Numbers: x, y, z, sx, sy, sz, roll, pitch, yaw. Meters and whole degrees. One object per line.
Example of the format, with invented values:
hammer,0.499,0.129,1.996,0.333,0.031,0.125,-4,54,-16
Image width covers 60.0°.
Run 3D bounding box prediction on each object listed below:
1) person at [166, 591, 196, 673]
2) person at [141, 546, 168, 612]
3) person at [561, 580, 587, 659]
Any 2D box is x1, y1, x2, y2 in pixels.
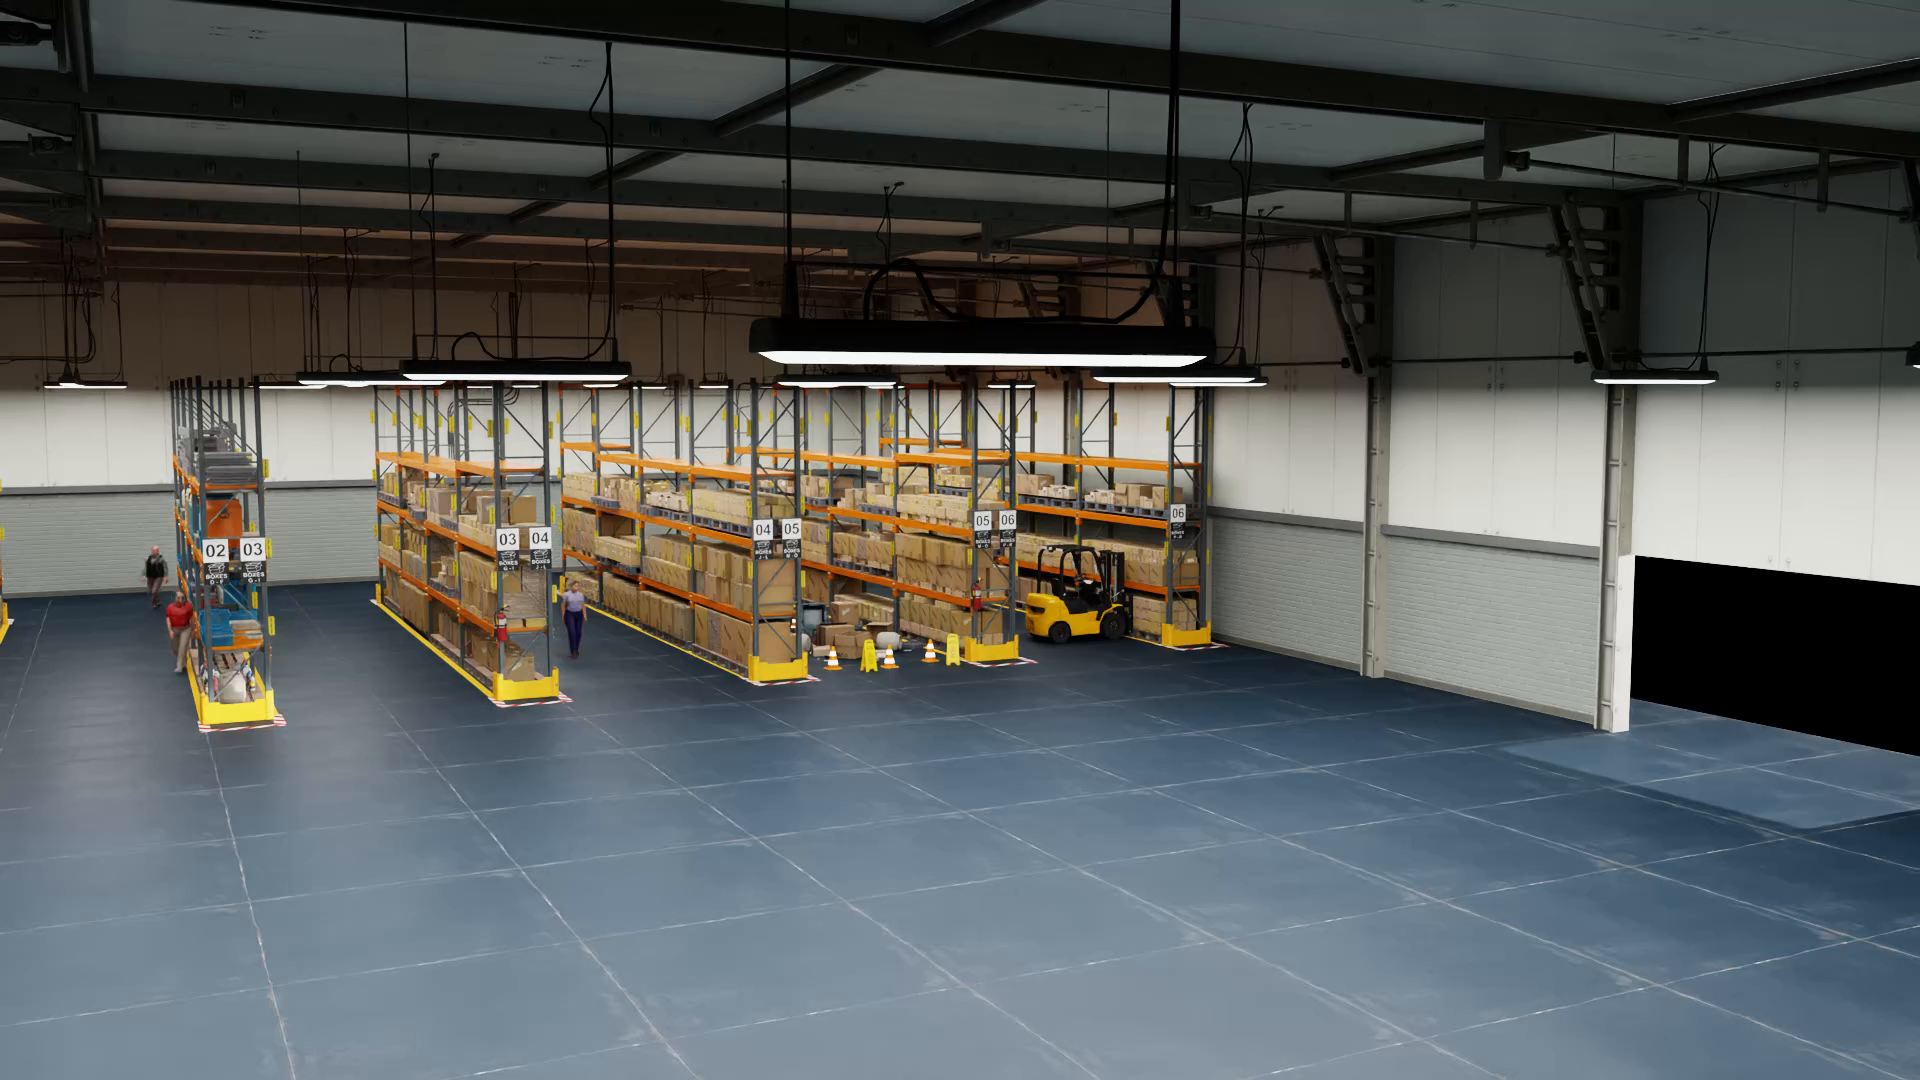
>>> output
person,-15.958,1.865,34.022,0.528,1.644,1.121,-1,5,-10
person,-21.105,1.019,43.628,0.611,1.730,0.721,0,5,0
person,-8.315,1.710,36.038,0.502,1.661,0.666,-4,6,-38
